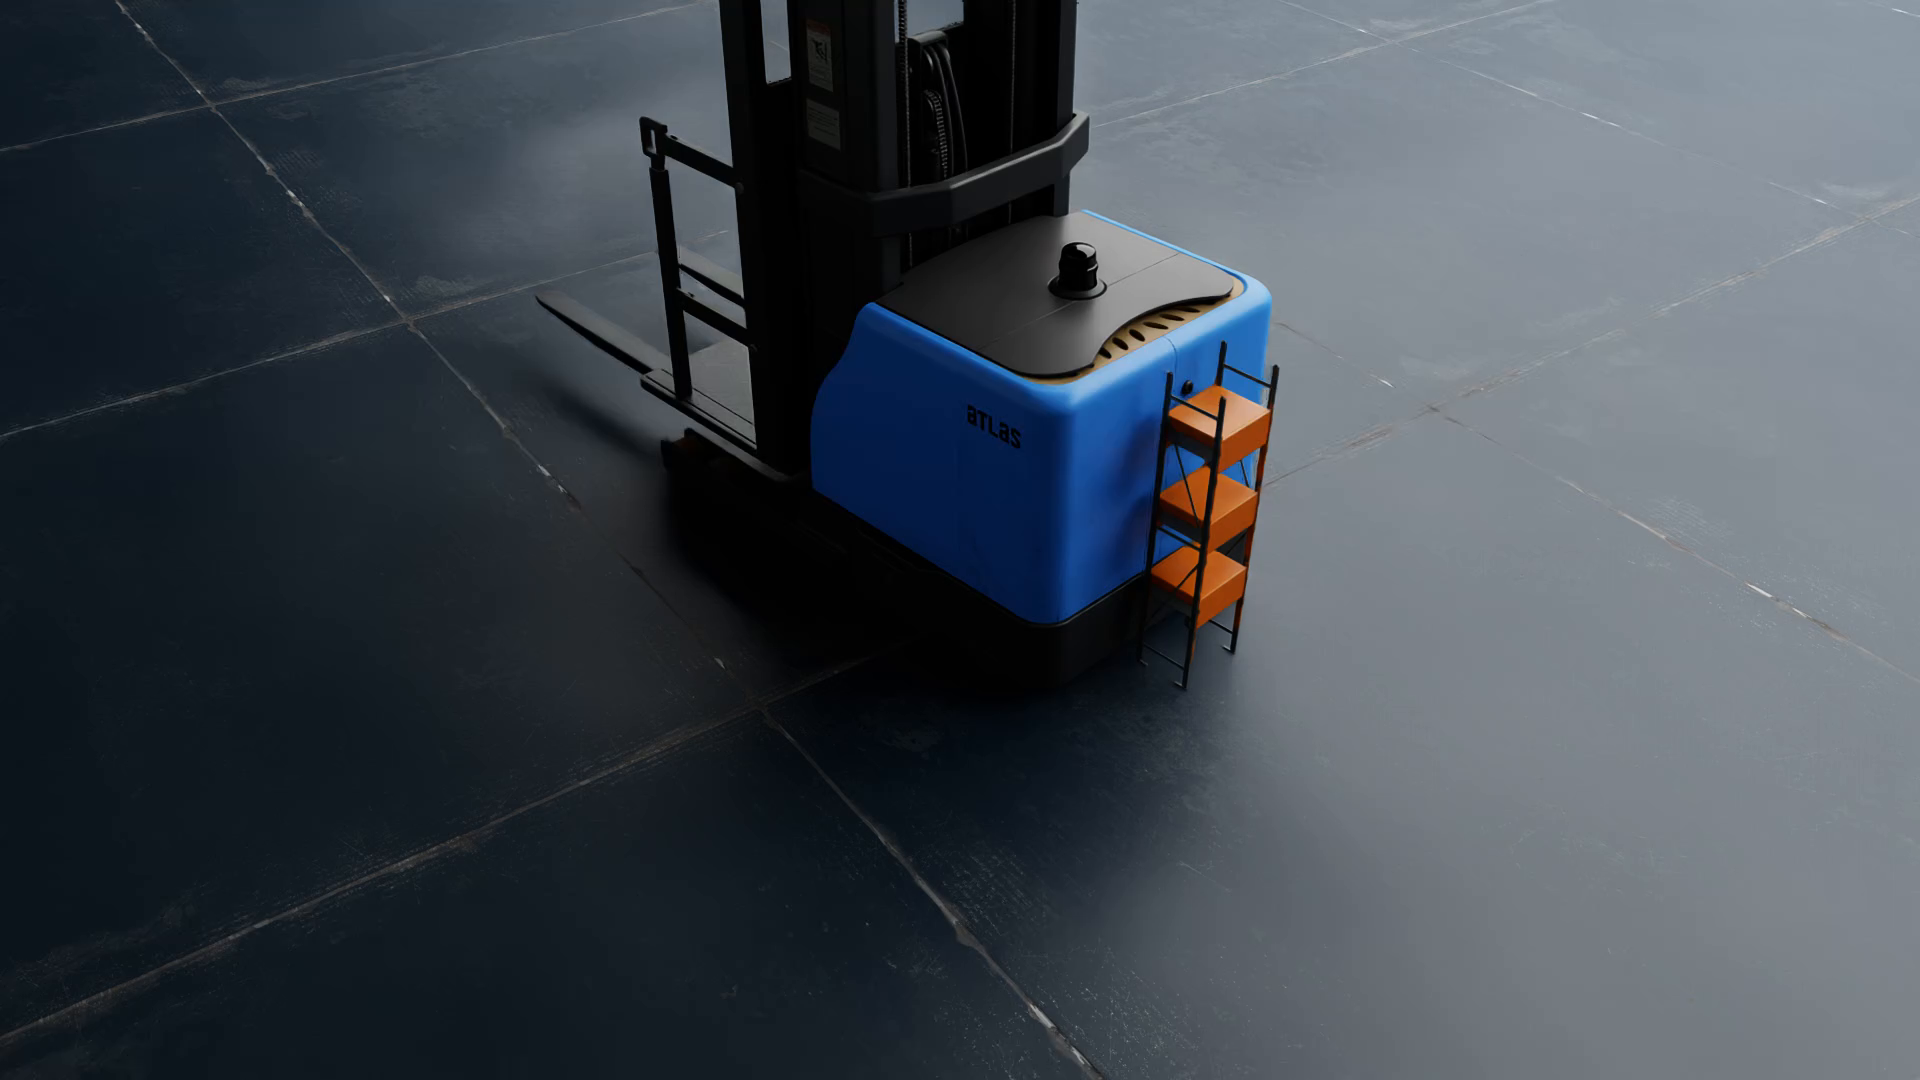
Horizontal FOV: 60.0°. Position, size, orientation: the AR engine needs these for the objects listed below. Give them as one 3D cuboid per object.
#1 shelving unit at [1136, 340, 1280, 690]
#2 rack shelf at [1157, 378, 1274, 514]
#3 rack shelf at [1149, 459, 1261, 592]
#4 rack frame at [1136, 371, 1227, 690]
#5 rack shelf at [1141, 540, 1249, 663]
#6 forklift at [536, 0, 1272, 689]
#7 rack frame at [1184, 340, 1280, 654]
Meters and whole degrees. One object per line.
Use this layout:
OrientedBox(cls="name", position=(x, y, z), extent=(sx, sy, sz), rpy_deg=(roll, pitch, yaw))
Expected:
OrientedBox(cls="shelving unit", position=(0.721, -0.054, 4.920), extent=(0.215, 1.050, 0.252), rpy_deg=(31, 46, 34))
OrientedBox(cls="rack shelf", position=(0.726, -0.272, 4.756), extent=(0.215, 0.259, 0.240), rpy_deg=(31, 46, 34))
OrientedBox(cls="rack shelf", position=(0.720, -0.045, 4.926), extent=(0.215, 0.259, 0.240), rpy_deg=(31, 46, 34))
OrientedBox(cls="rack frame", position=(0.635, -0.003, 4.849), extent=(0.200, 1.050, 0.008), rpy_deg=(31, 46, 34))
OrientedBox(cls="rack shelf", position=(0.715, 0.177, 5.093), extent=(0.215, 0.259, 0.240), rpy_deg=(31, 46, 34))
OrientedBox(cls="forklift", position=(-0.432, -1.504, 5.330), extent=(1.130, 2.935, 3.031), rpy_deg=(-30, 45, -34))
OrientedBox(cls="rack frame", position=(0.806, -0.104, 4.991), extent=(0.200, 1.050, 0.008), rpy_deg=(31, 46, 34))
